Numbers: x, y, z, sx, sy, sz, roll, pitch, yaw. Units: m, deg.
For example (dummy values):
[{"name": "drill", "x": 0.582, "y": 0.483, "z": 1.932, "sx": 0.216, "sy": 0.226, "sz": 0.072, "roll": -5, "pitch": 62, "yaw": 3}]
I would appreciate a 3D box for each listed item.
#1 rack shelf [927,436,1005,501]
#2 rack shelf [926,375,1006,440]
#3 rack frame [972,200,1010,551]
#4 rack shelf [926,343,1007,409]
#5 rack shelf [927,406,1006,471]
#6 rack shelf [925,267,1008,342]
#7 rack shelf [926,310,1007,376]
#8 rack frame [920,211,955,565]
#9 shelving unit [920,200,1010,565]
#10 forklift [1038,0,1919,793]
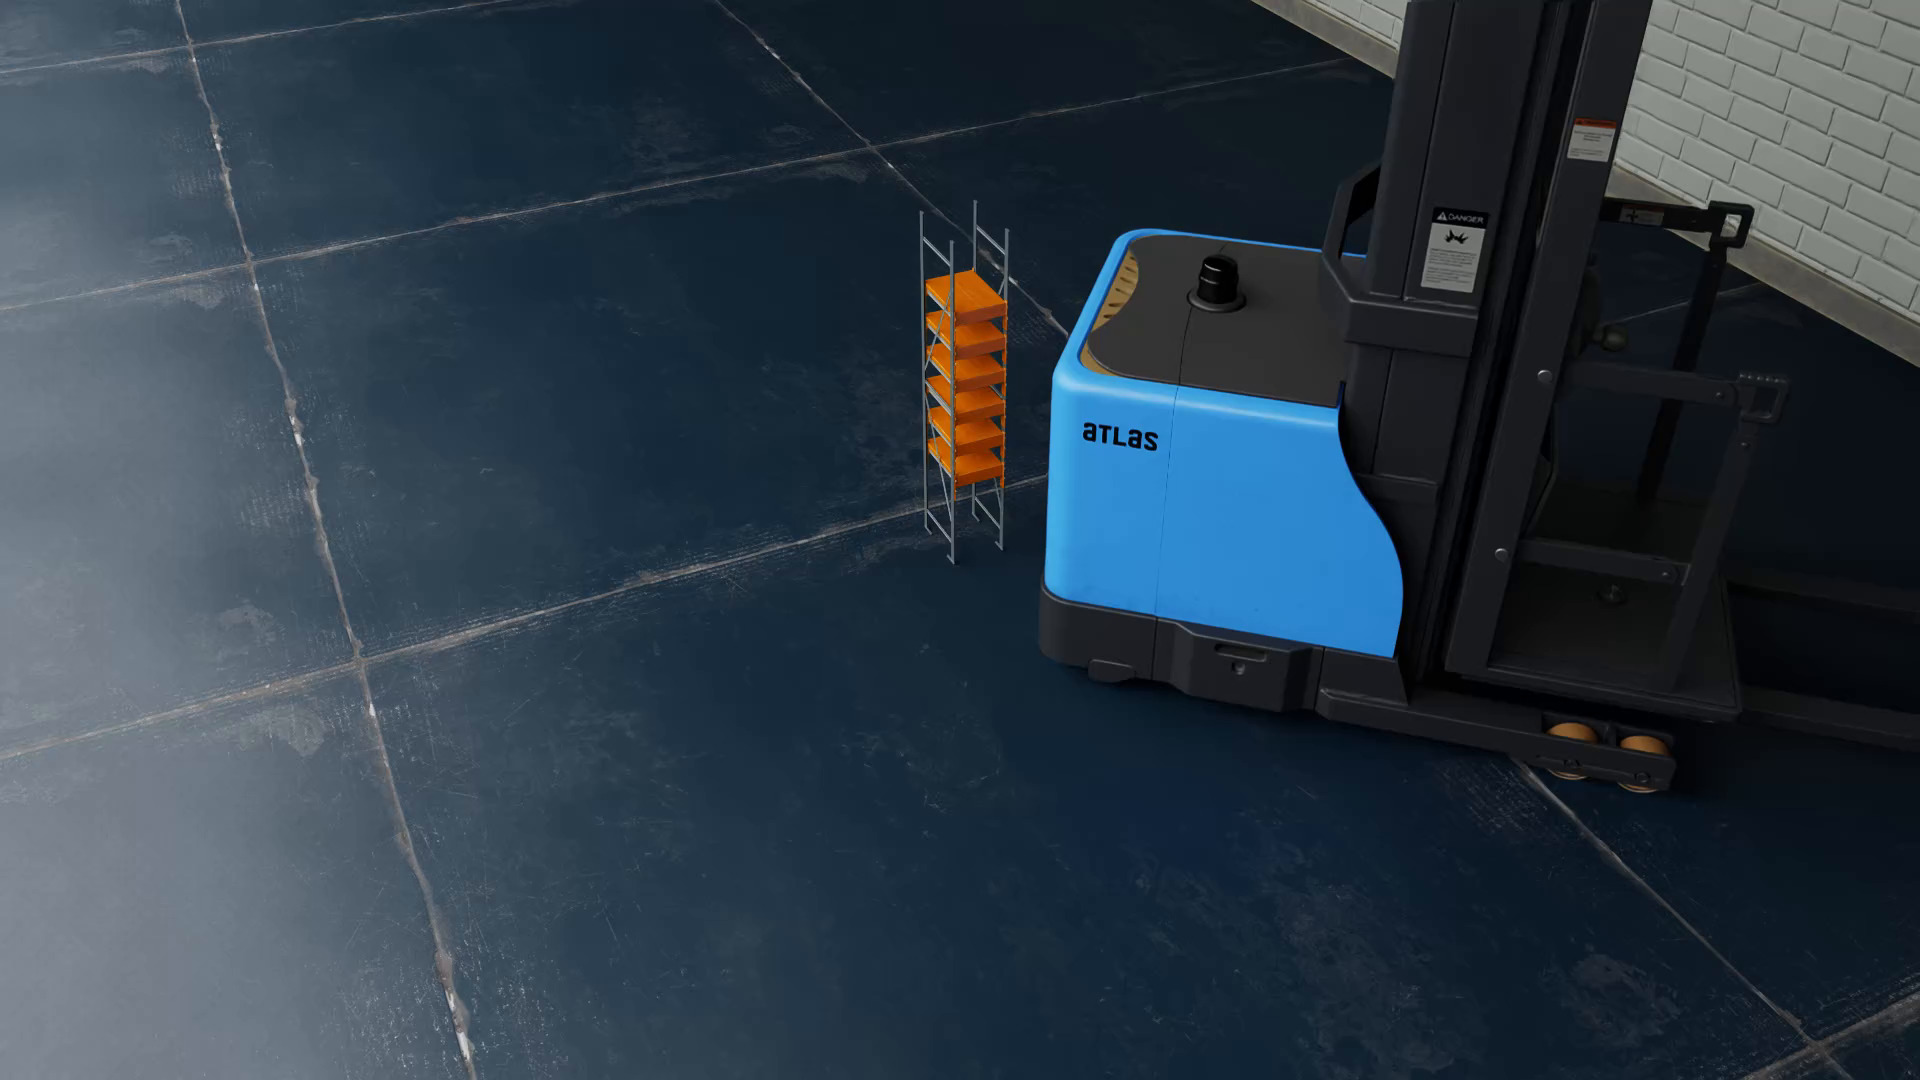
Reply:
[{"name": "rack shelf", "x": 0.013, "y": -0.257, "z": 5.567, "sx": 0.180, "sy": 0.103, "sz": 0.258, "roll": -16, "pitch": 39, "yaw": -20}, {"name": "rack shelf", "x": 0.013, "y": -0.450, "z": 5.424, "sx": 0.180, "sy": 0.103, "sz": 0.258, "roll": -16, "pitch": 39, "yaw": -20}, {"name": "rack frame", "x": 0.096, "y": -0.509, "z": 5.429, "sx": 0.006, "sy": 1.200, "sz": 0.240, "roll": -16, "pitch": 39, "yaw": -20}, {"name": "rack shelf", "x": 0.013, "y": -0.546, "z": 5.352, "sx": 0.180, "sy": 0.103, "sz": 0.258, "roll": -16, "pitch": 39, "yaw": -20}, {"name": "rack shelf", "x": 0.013, "y": -0.354, "z": 5.495, "sx": 0.180, "sy": 0.103, "sz": 0.258, "roll": -16, "pitch": 39, "yaw": -20}, {"name": "rack shelf", "x": 0.013, "y": -0.739, "z": 5.210, "sx": 0.180, "sy": 0.103, "sz": 0.258, "roll": -16, "pitch": 39, "yaw": -20}, {"name": "rack shelf", "x": 0.013, "y": -0.643, "z": 5.281, "sx": 0.180, "sy": 0.103, "sz": 0.258, "roll": -16, "pitch": 39, "yaw": -20}, {"name": "rack frame", "x": -0.070, "y": -0.462, "z": 5.366, "sx": 0.006, "sy": 1.200, "sz": 0.240, "roll": -16, "pitch": 39, "yaw": -20}, {"name": "shelving unit", "x": 0.013, "y": -0.486, "z": 5.398, "sx": 0.189, "sy": 1.200, "sz": 0.258, "roll": -16, "pitch": 39, "yaw": -20}, {"name": "forklift", "x": 1.819, "y": -0.806, "z": 4.376, "sx": 3.031, "sy": 2.935, "sz": 1.130, "roll": 10, "pitch": 38, "yaw": 13}]
